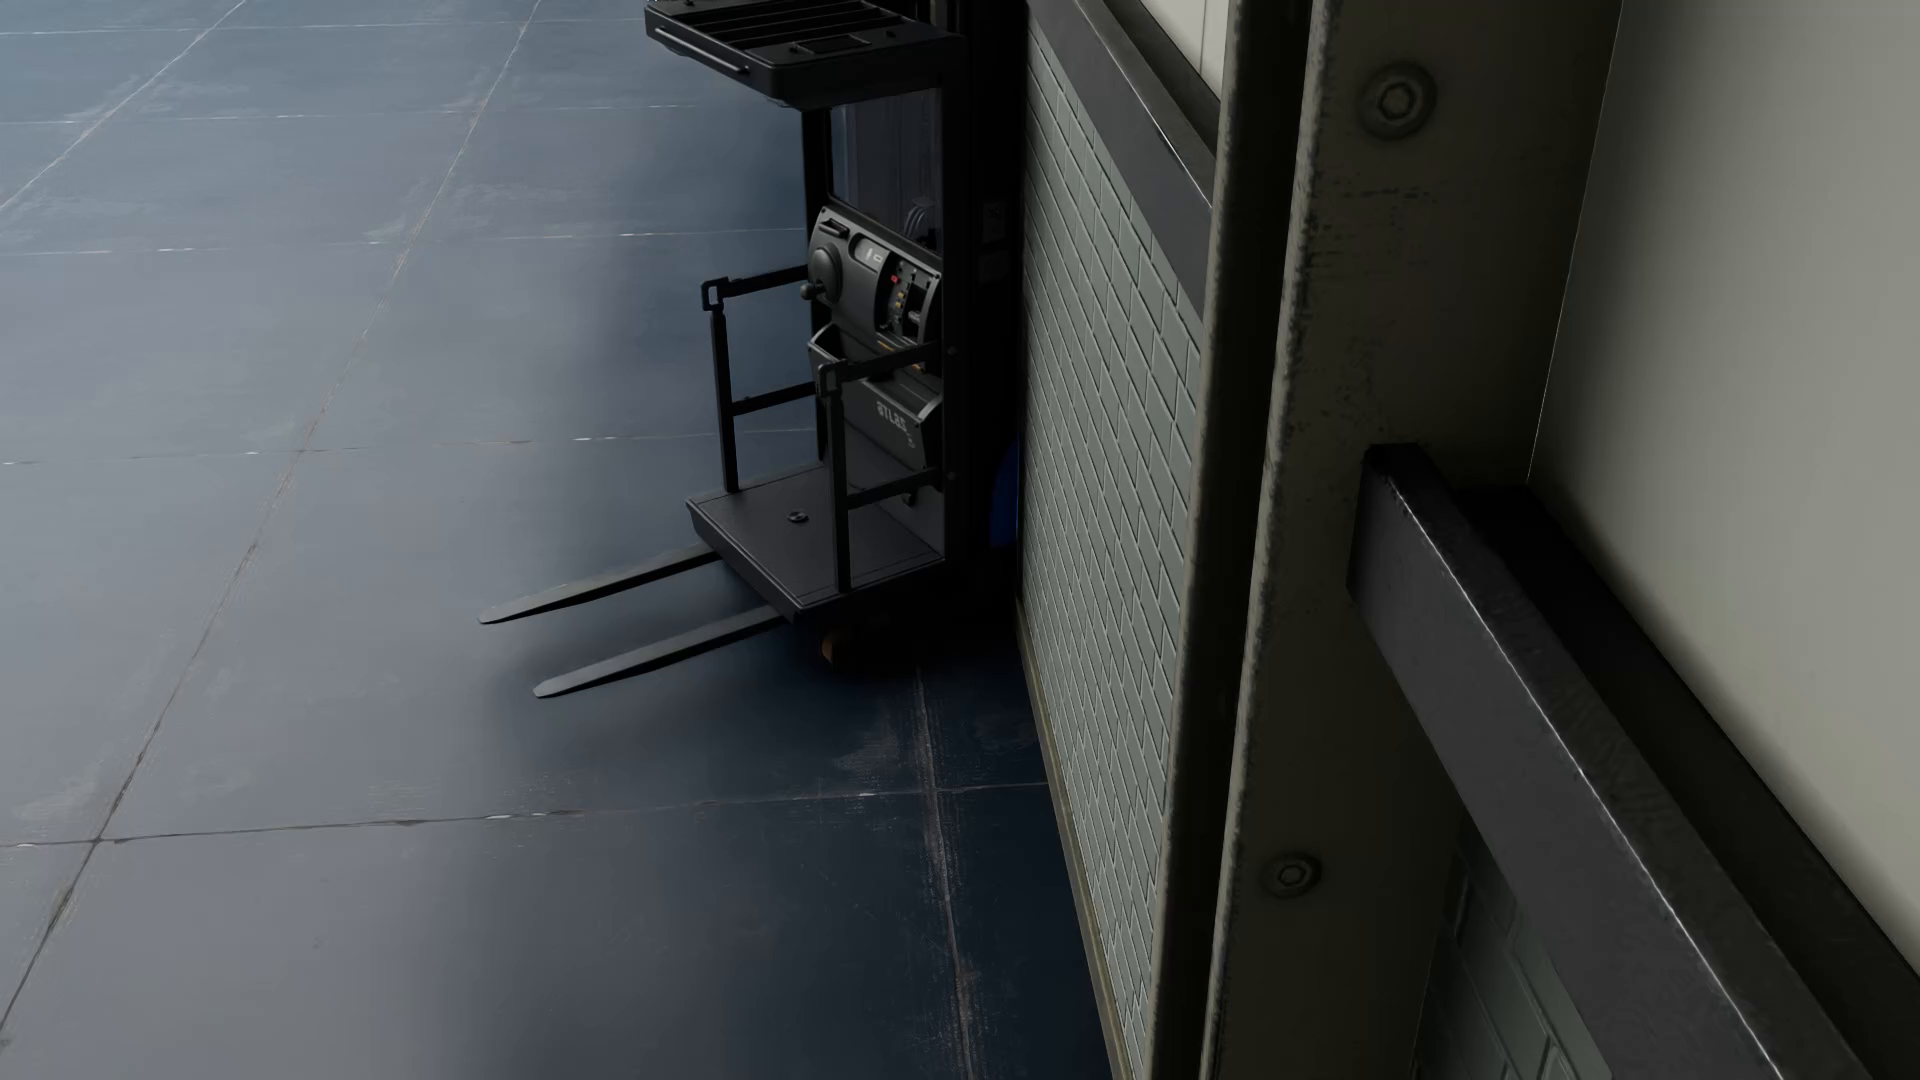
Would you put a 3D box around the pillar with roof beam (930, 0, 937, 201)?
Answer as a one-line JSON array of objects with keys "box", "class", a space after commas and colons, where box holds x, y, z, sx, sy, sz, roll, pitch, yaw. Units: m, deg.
[{"box": [-4.351, -4.272, 6.127, 9.100, 9.000, 0.400, -3, 31, -5], "class": "pillar with roof beam"}]

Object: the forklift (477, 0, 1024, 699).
[{"box": [-0.527, -1.039, 6.631, 3.031, 2.935, 1.130, -19, 36, -28], "class": "forklift"}]
